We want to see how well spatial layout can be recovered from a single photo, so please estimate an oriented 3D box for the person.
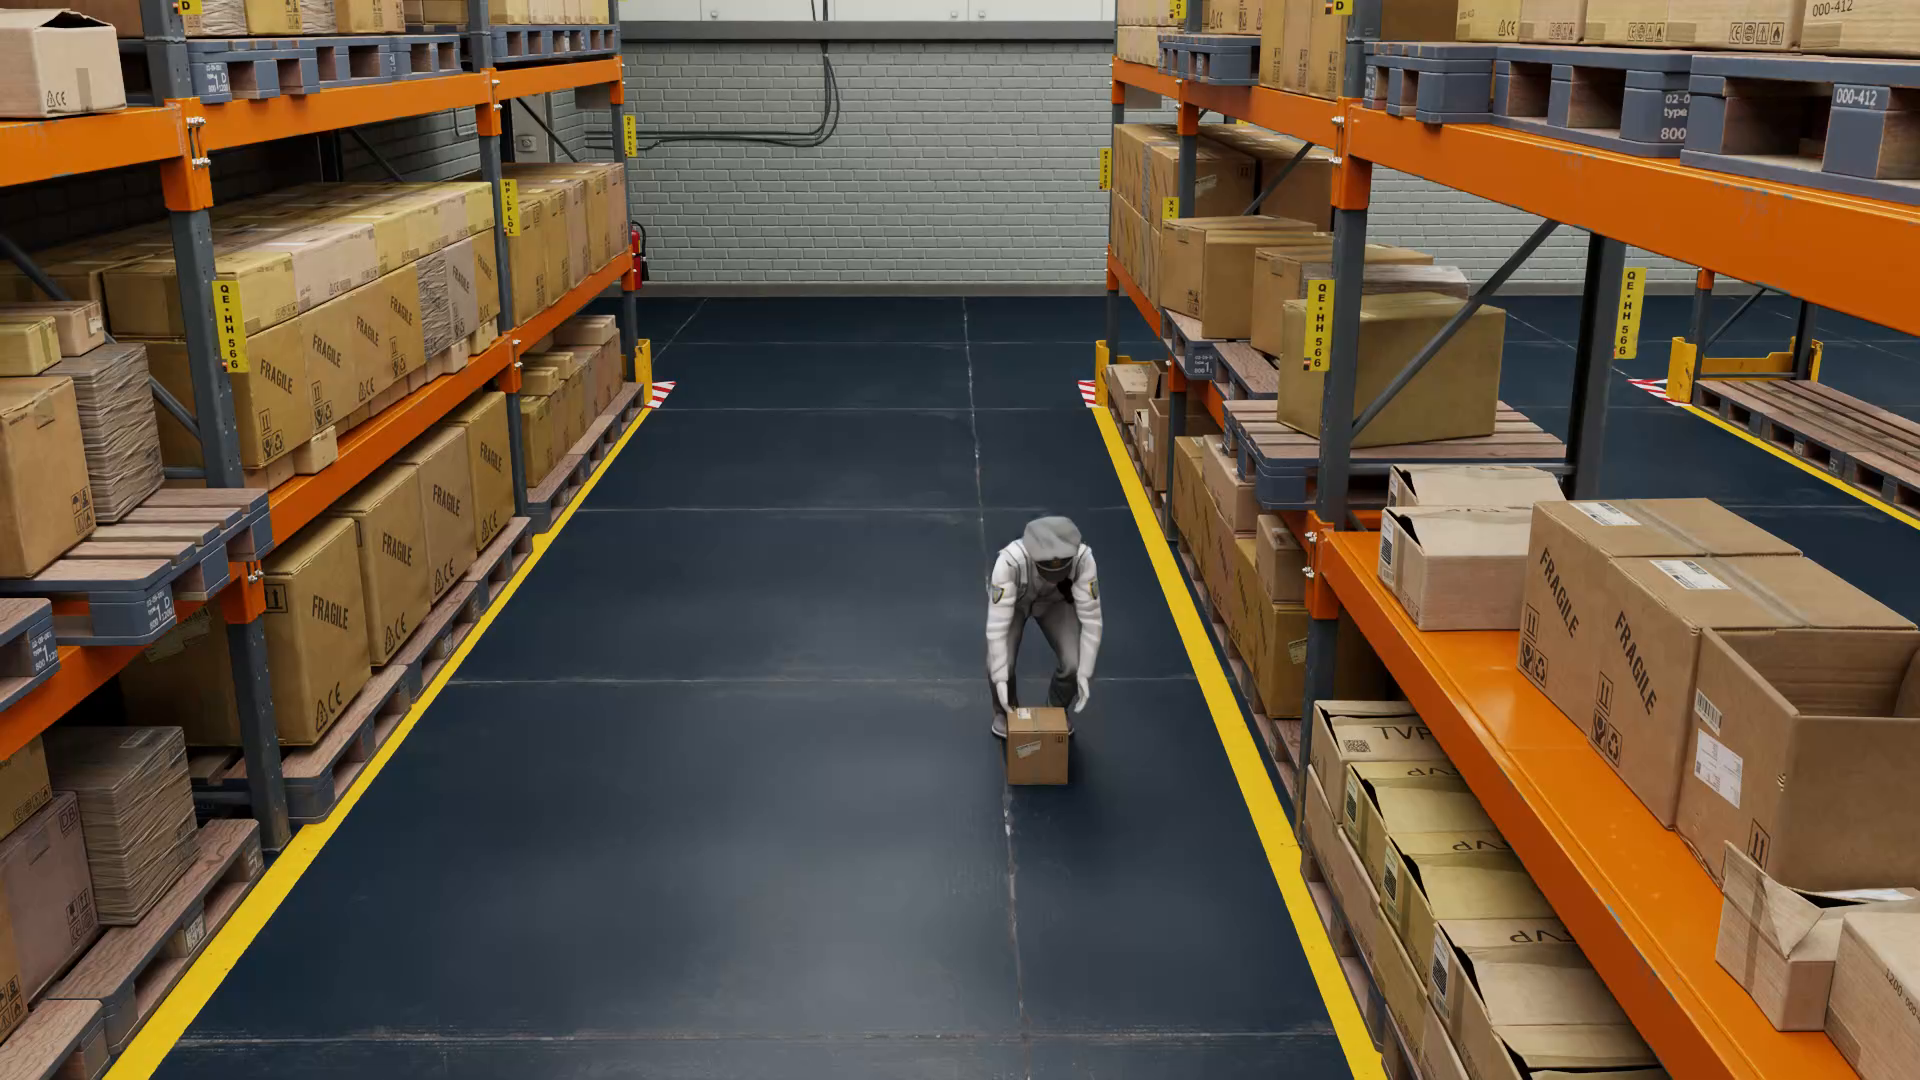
[{"bbox_3d":[0.340,0.380,7.323,0.457,1.074,0.827,0,17,-1],"label":"person"}]
